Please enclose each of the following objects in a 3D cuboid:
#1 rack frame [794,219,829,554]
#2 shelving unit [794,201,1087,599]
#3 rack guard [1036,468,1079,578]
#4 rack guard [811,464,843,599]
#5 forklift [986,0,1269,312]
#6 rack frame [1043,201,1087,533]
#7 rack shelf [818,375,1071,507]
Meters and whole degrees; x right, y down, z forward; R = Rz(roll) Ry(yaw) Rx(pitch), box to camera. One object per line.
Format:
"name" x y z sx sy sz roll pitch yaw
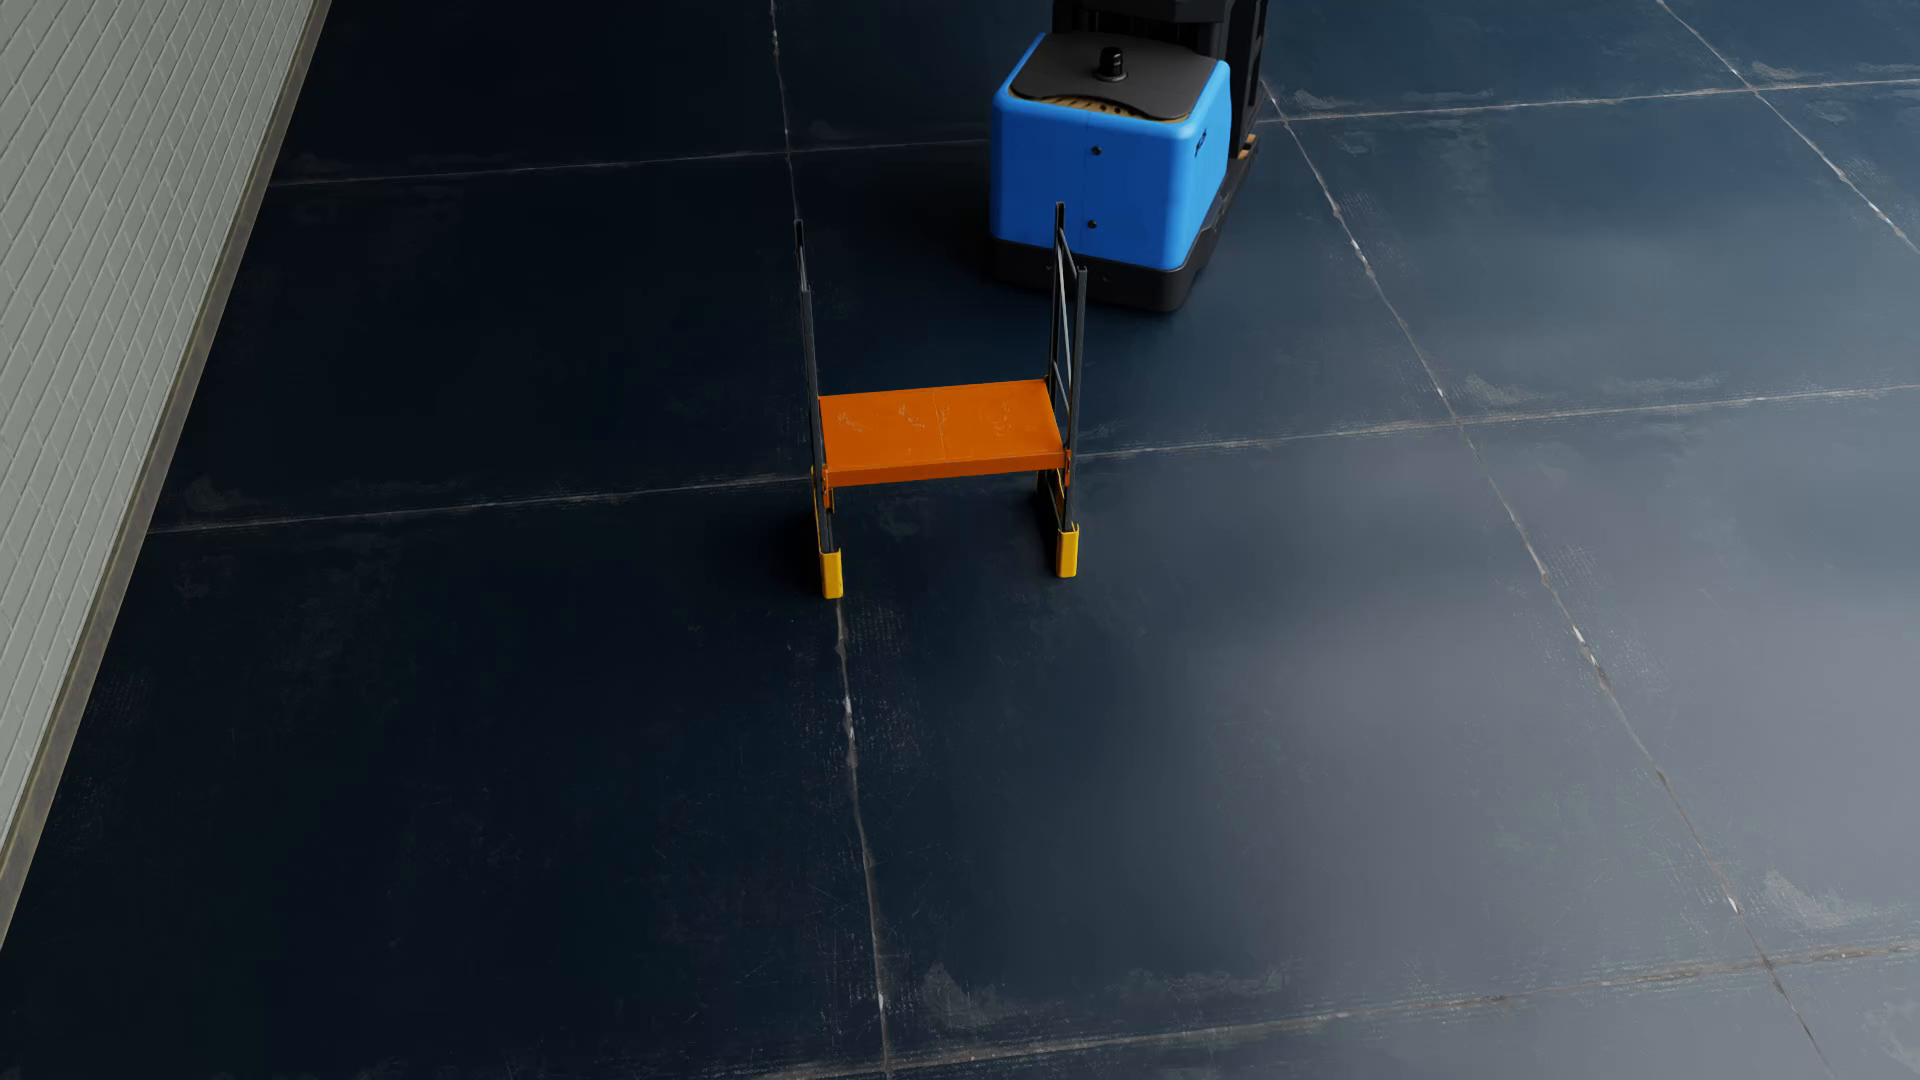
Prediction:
"rack frame" -0.589 -0.505 6.691 0.032 1.500 0.500 -5 42 -6
"shelving unit" -0.076 -0.550 6.740 1.083 1.500 0.587 -5 42 -6
"rack guard" 0.418 -0.129 7.207 0.087 0.250 0.587 -5 42 -6
"rack guard" -0.569 -0.043 7.111 0.087 0.250 0.587 -5 42 -6
"forklift" 1.108 -3.245 8.659 1.130 2.935 3.031 13 44 14
"rack frame" 0.419 -0.594 6.788 0.032 1.500 0.500 -5 42 -6
"rack shelf" -0.085 -0.416 6.860 1.000 0.185 0.538 -5 42 -6
